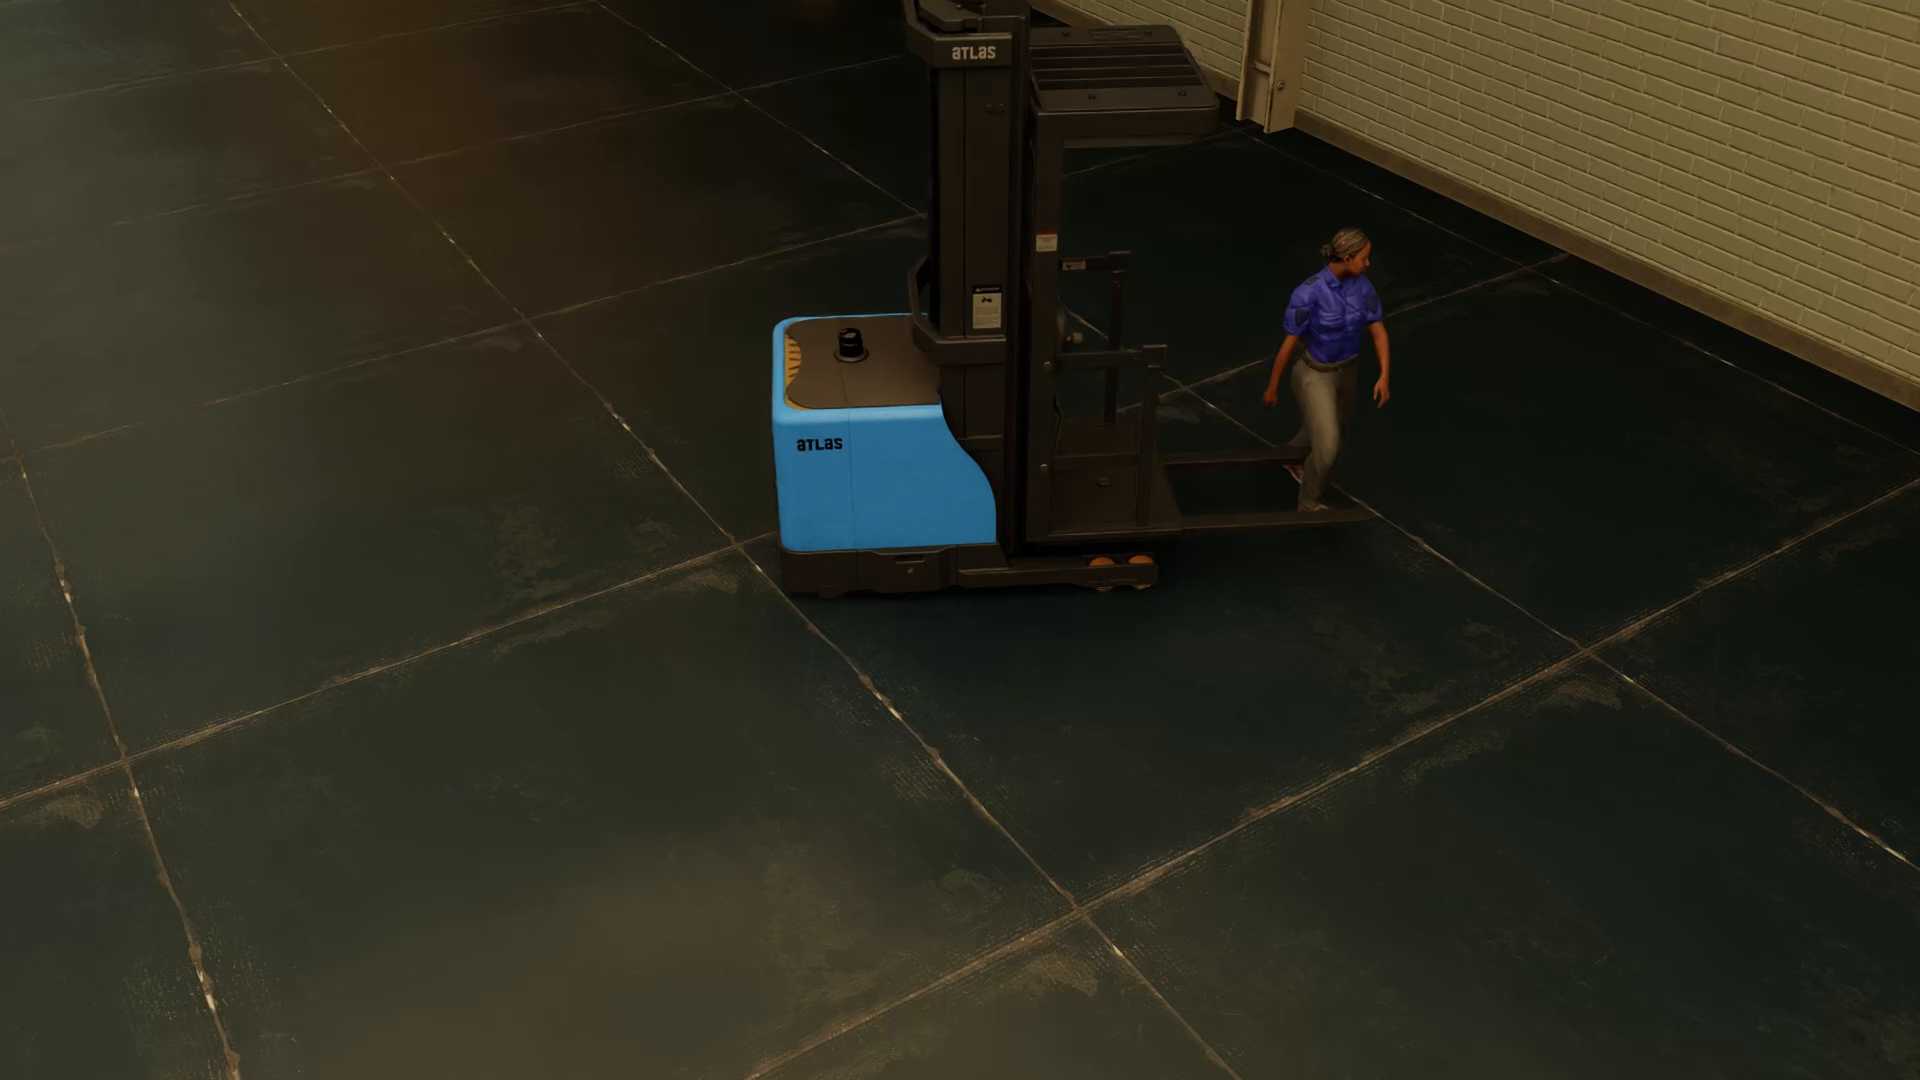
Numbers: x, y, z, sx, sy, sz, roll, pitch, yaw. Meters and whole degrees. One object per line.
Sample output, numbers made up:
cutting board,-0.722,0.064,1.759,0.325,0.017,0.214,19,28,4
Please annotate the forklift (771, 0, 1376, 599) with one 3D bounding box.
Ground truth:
forklift,0.585,-1.248,7.923,3.031,2.935,1.130,-3,35,-4

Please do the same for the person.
person,1.843,-0.823,8.498,0.599,1.571,0.783,-22,40,-28
